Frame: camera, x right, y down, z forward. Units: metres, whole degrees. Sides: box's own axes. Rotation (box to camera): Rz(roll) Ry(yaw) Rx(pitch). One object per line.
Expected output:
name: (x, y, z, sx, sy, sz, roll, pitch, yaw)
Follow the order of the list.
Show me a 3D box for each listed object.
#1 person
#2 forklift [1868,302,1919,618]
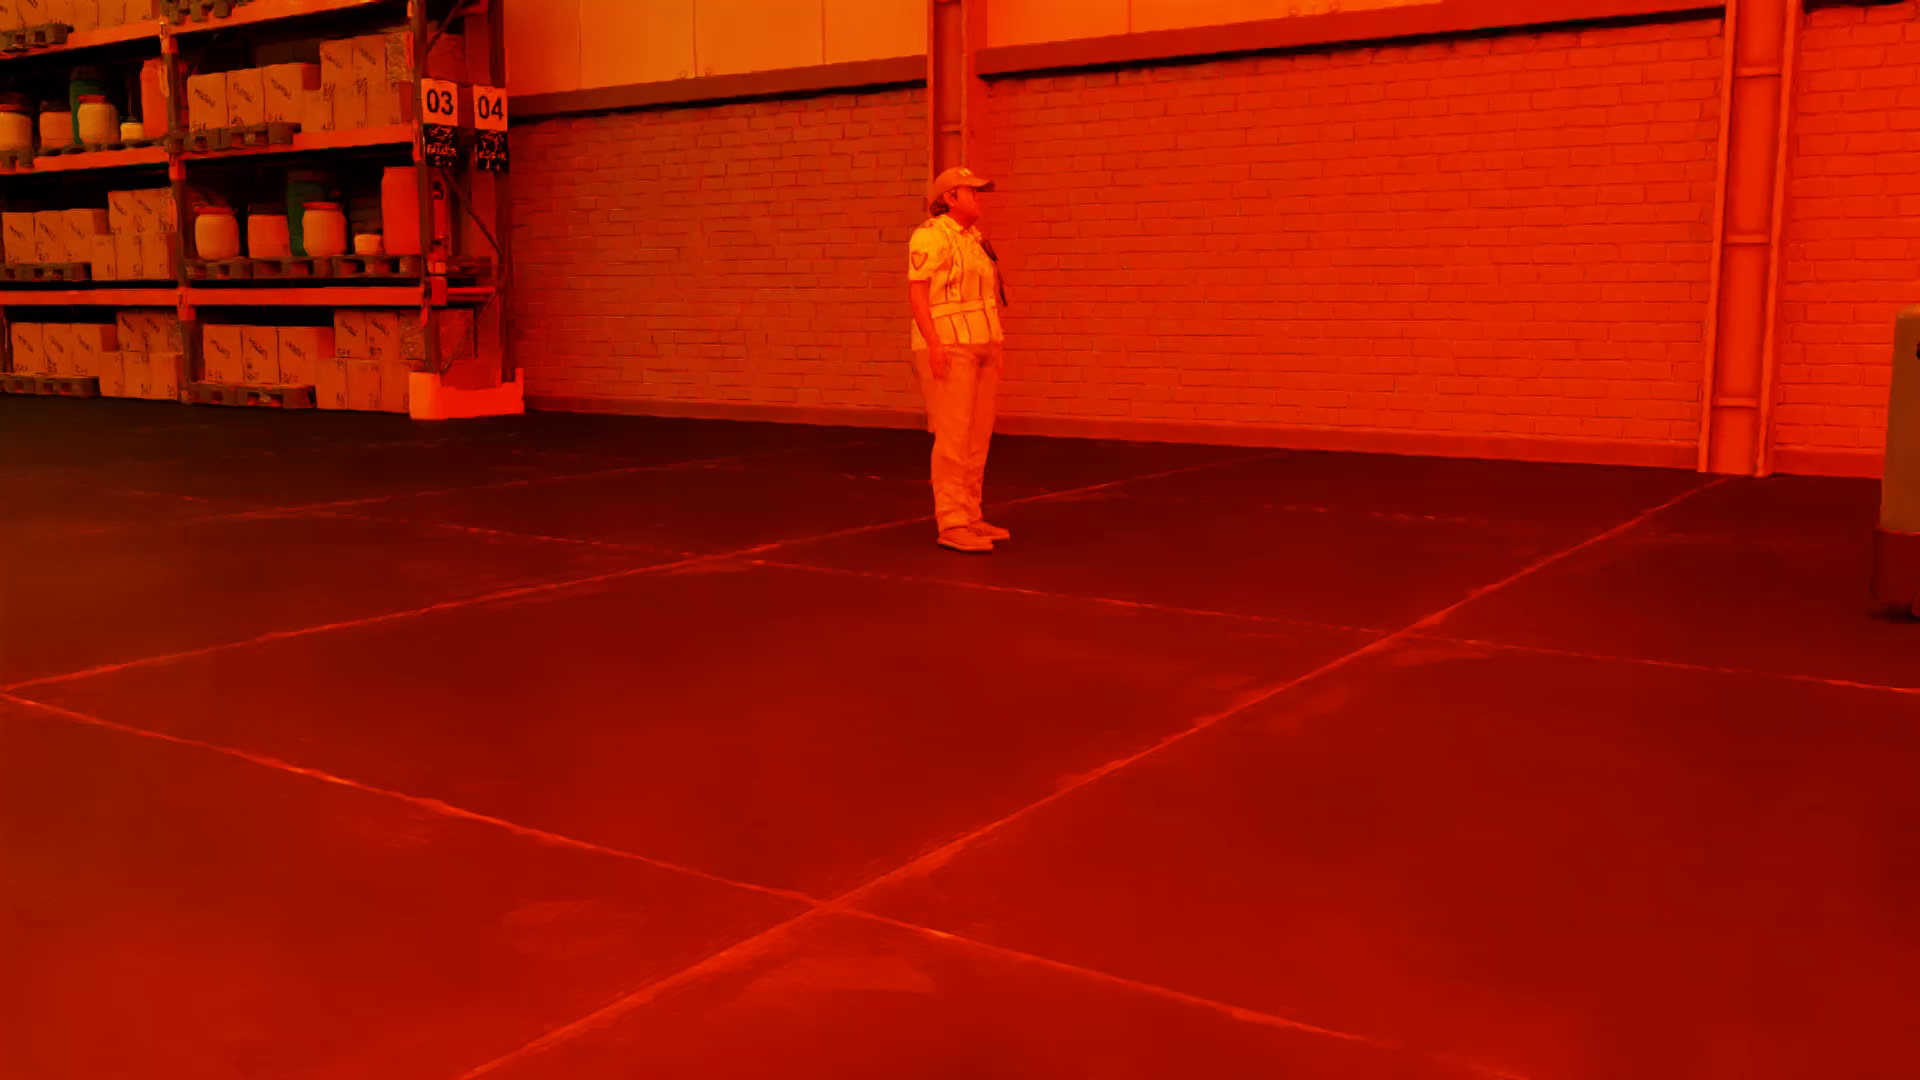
person: (0.051, -0.823, 7.424, 0.529, 1.669, 0.598, 5, 10, 34)
forklift: (4.404, -1.057, 4.624, 1.130, 2.935, 3.031, -6, 10, -36)
